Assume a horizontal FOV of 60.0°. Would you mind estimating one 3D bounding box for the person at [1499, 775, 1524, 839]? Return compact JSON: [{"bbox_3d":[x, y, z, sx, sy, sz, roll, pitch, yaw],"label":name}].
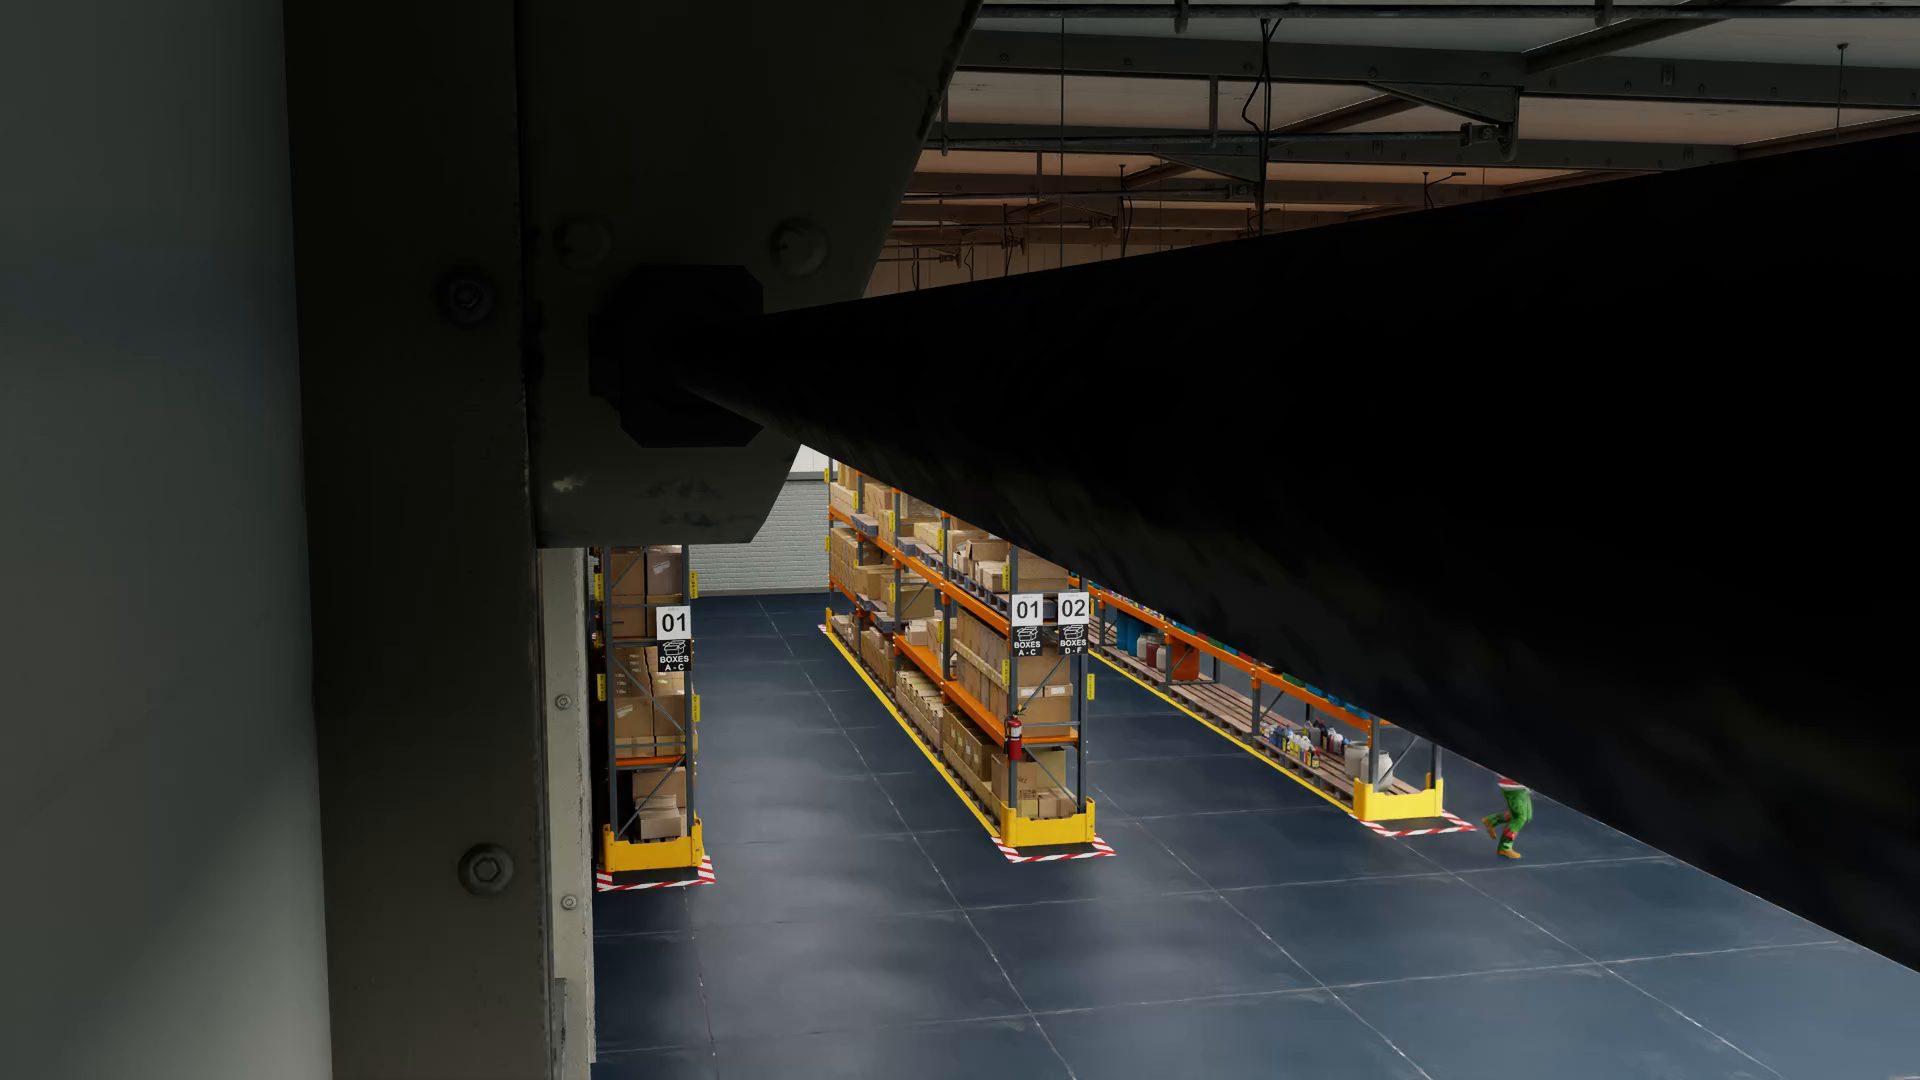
[{"bbox_3d":[0.782,2.548,23.716,14.069,1.518,0.714,4,8,28],"label":"person"}]
